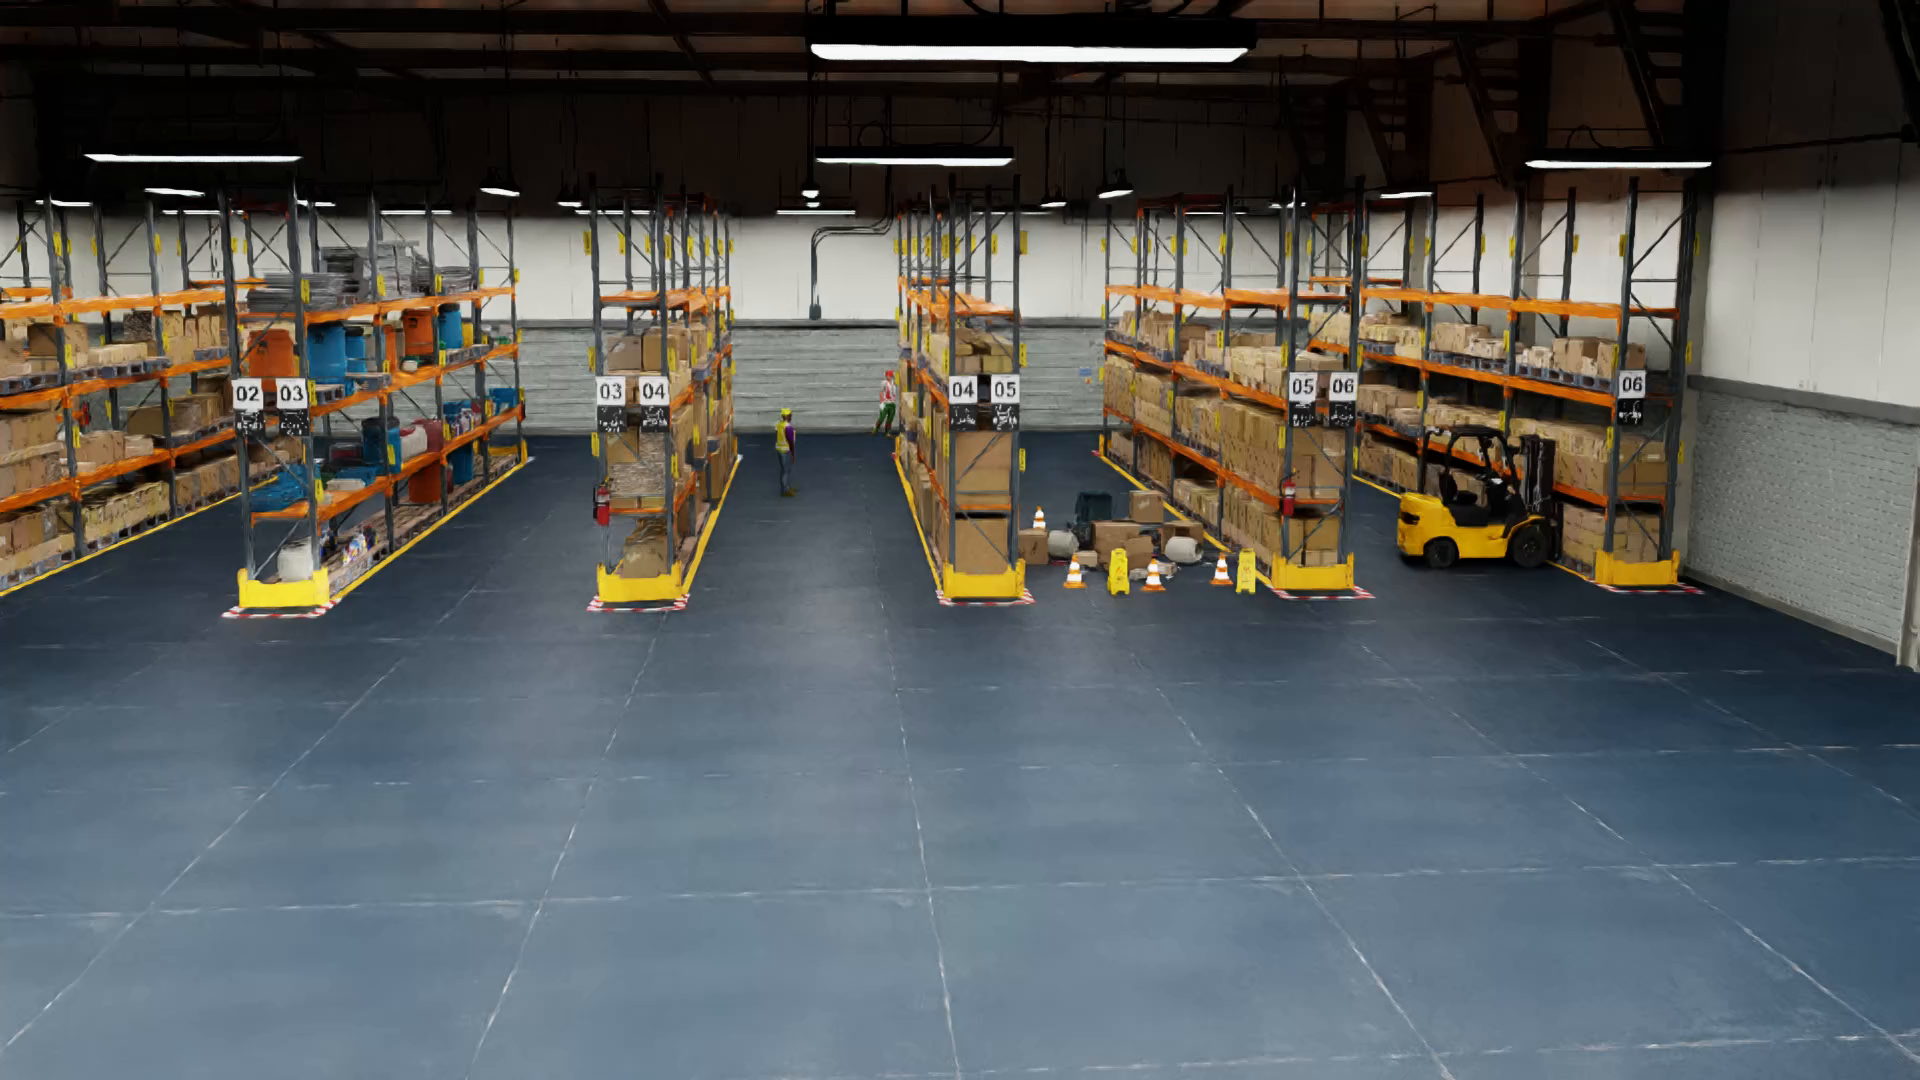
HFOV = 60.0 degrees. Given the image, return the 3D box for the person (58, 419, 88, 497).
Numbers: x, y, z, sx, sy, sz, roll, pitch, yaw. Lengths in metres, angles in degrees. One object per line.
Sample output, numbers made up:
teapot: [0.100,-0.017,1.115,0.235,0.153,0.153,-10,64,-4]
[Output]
person: [-17.774,-1.644,33.330,0.639,1.622,0.512,-1,10,-7]

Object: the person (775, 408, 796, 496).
person: [-3.485,-1.801,33.702,0.464,1.772,0.645,-6,12,-31]

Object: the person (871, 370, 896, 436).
person: [-2.009,-3.636,44.163,0.726,1.778,0.531,-9,14,-43]
